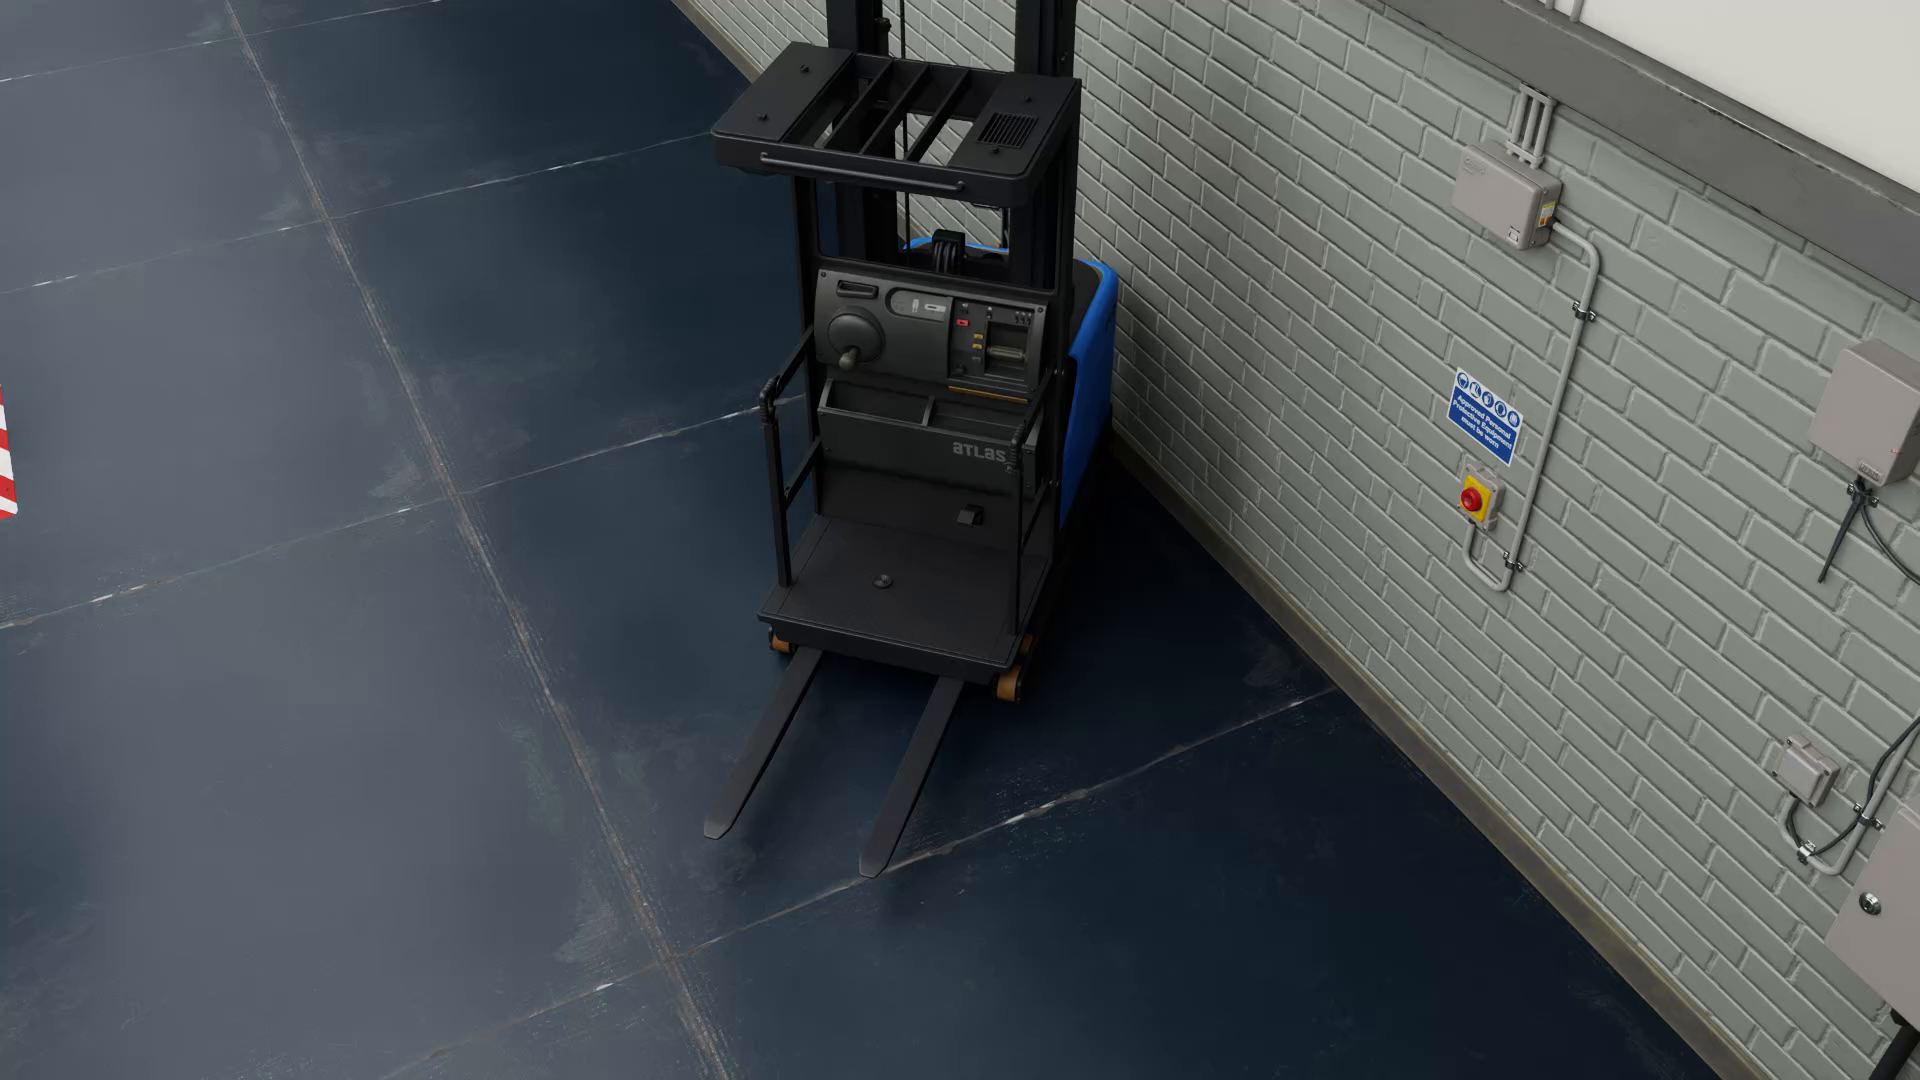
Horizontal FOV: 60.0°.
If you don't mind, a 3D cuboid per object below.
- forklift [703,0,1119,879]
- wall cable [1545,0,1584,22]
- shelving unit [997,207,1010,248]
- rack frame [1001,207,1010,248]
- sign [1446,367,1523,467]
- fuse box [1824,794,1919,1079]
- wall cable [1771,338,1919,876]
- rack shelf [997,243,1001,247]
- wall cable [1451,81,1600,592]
[{"bbox_3d":[-0.182,-0.734,6.337,1.130,2.935,3.031,11,42,13],"label":"forklift"},{"bbox_3d":[1.691,-2.727,3.996,0.029,3.000,0.463,-19,44,-21],"label":"wall cable"},{"bbox_3d":[-0.231,-1.379,8.207,1.083,1.500,0.587,-6,41,-6],"label":"shelving unit"},{"bbox_3d":[0.263,-1.426,8.263,0.032,1.500,0.500,-6,41,-6],"label":"rack frame"},{"bbox_3d":[1.798,-0.424,5.709,0.001,0.218,0.327,-19,44,-21],"label":"sign"},{"bbox_3d":[2.607,1.464,4.685,0.414,1.711,0.539,-19,44,-21],"label":"fuse box"},{"bbox_3d":[2.431,0.147,4.457,0.122,1.984,0.588,-19,44,-21],"label":"wall cable"},{"bbox_3d":[-0.240,-1.241,8.322,1.000,0.185,0.538,-6,41,-6],"label":"rack shelf"},{"bbox_3d":[1.766,-0.674,5.403,0.123,1.953,0.585,-19,44,-21],"label":"wall cable"}]
